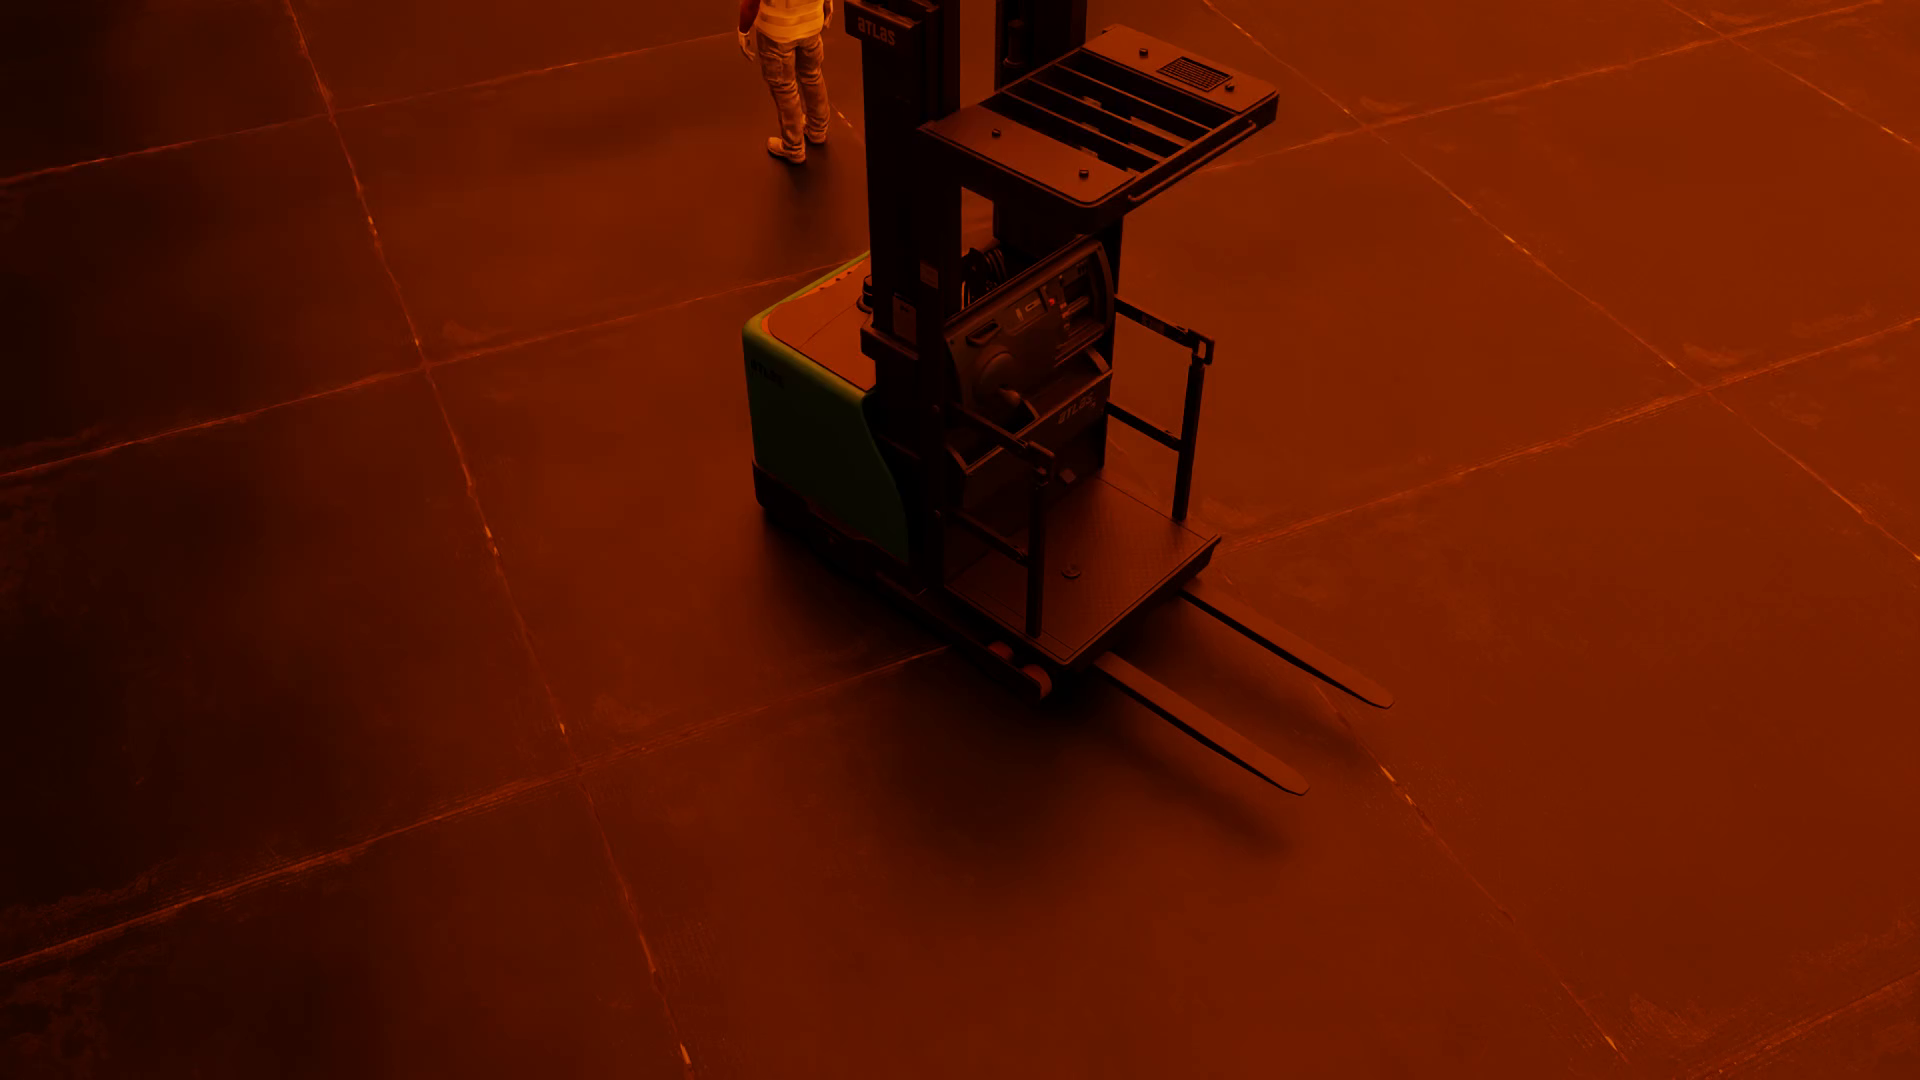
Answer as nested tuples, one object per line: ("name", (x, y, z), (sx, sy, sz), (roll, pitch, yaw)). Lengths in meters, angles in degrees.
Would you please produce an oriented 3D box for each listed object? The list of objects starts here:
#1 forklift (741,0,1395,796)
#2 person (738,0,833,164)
("forklift", (0.445, -0.788, 6.525), (3.031, 2.935, 1.130), (32, 52, 30))
("person", (-1.049, -3.069, 9.800), (0.657, 1.785, 0.575), (-28, 50, -27))
